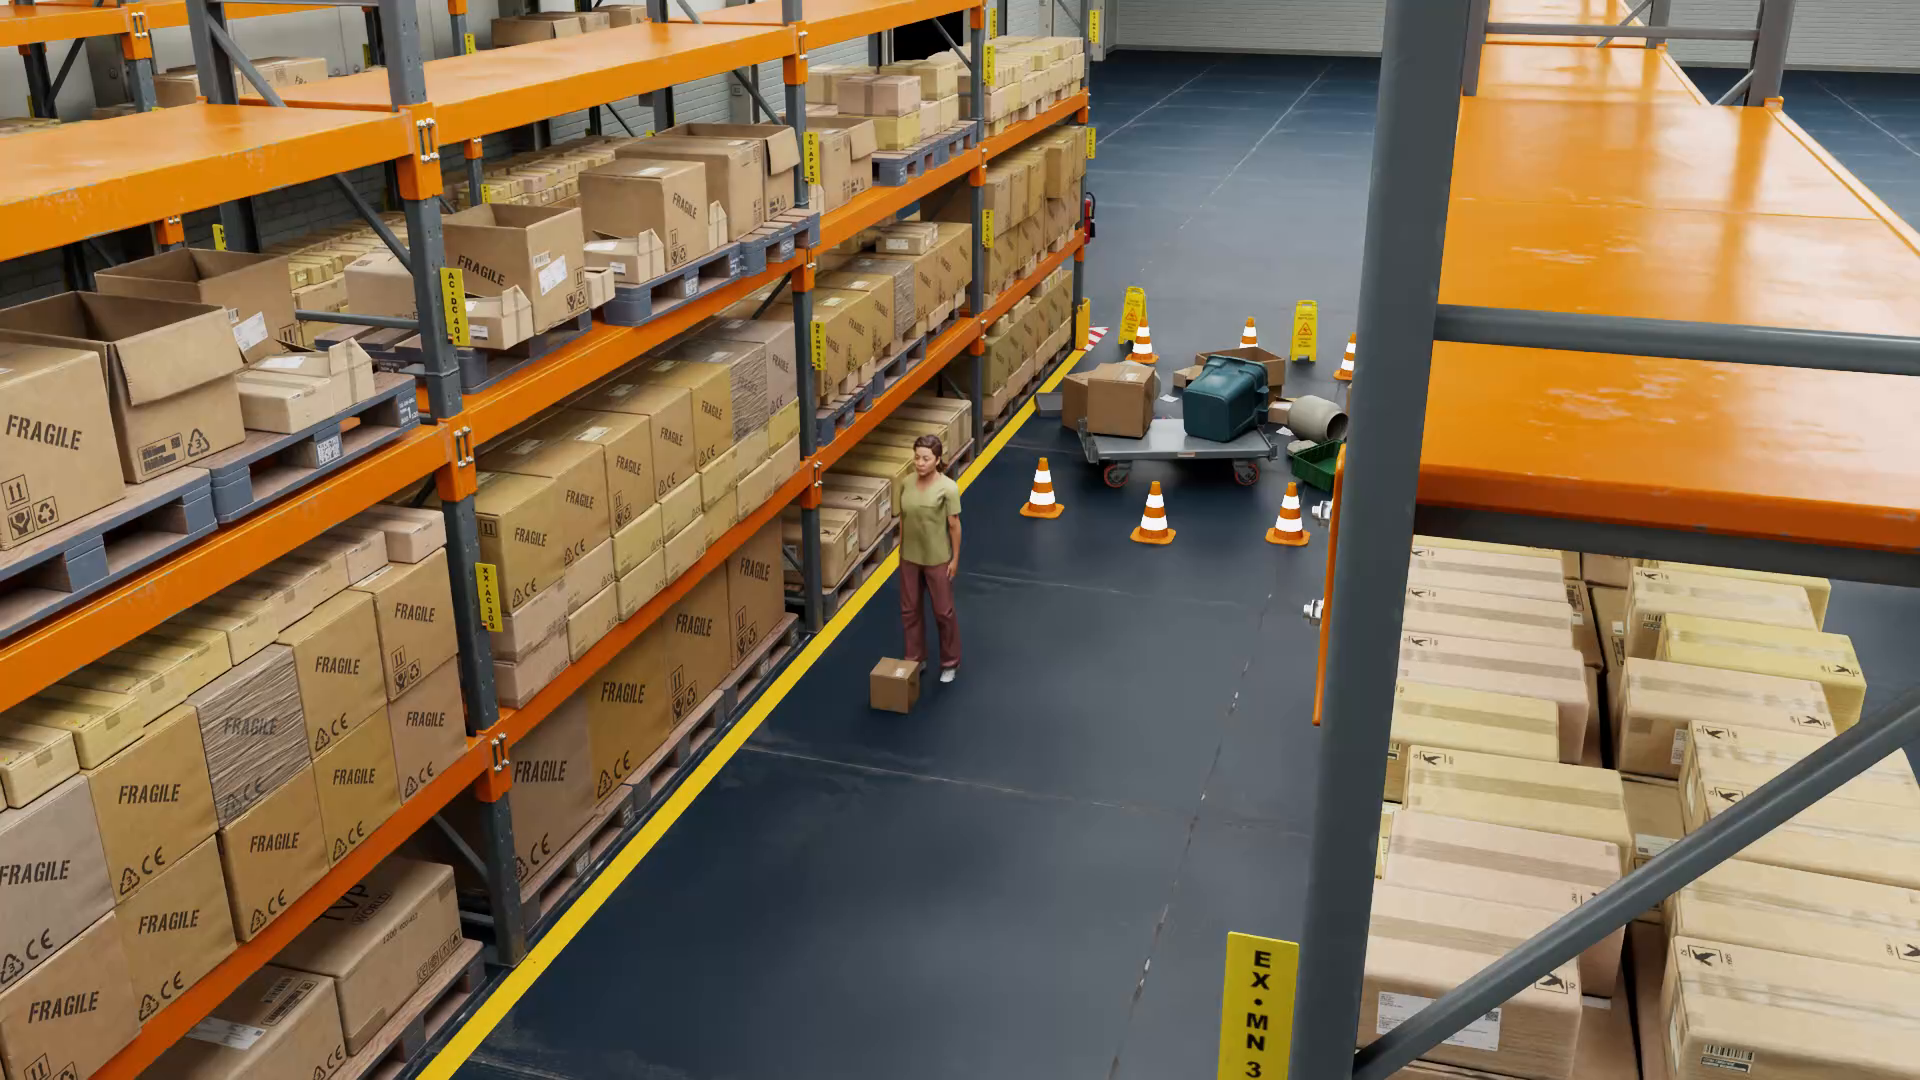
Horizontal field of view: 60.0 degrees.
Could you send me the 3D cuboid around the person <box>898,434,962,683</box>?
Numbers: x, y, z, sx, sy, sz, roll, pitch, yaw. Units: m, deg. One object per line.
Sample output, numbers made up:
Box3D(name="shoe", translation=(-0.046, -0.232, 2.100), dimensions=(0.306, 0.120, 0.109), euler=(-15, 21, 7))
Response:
Box3D(name="person", translation=(-0.207, 0.144, 10.811), dimensions=(0.446, 1.720, 0.411), euler=(11, 25, 26))
